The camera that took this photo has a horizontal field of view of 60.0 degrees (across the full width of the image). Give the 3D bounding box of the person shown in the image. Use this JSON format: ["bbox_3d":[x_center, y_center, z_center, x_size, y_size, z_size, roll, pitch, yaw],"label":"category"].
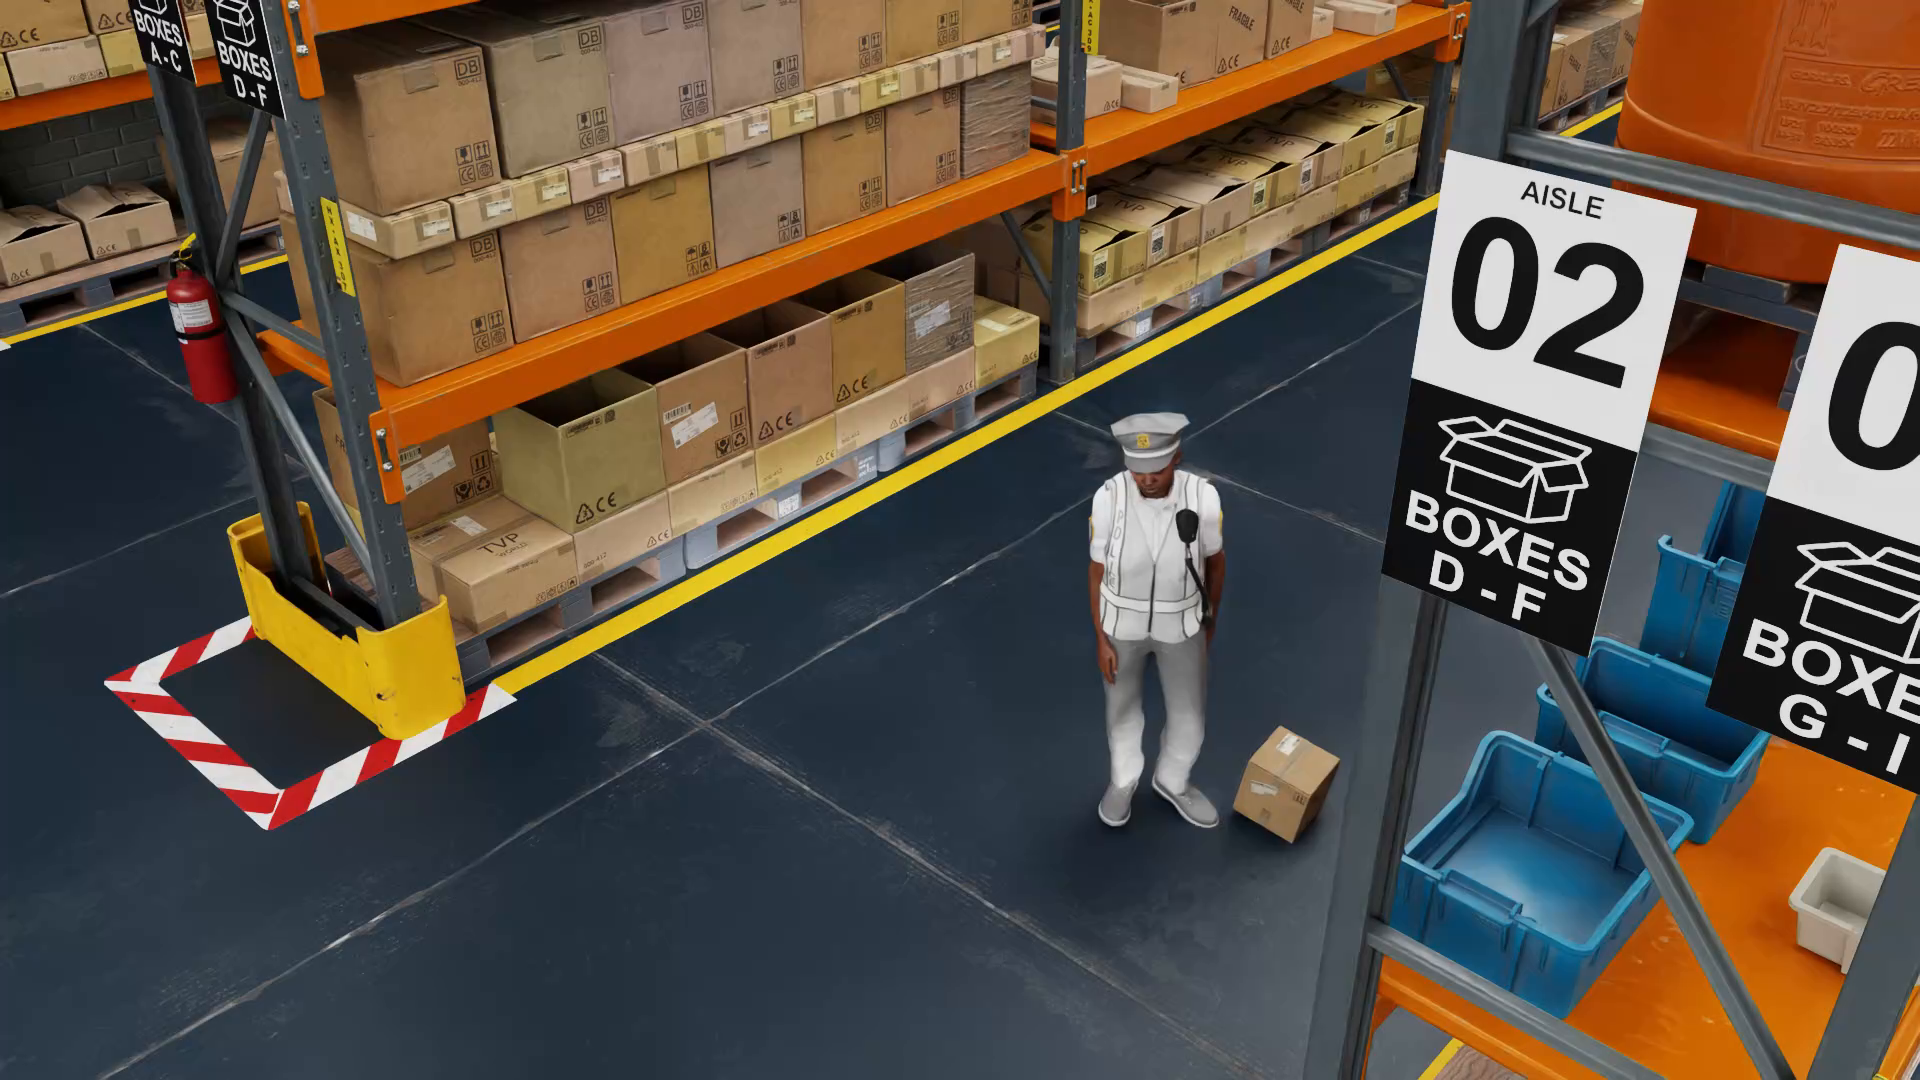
[{"bbox_3d":[0.683,0.301,5.643,0.523,1.671,0.392,4,32,6],"label":"person"}]
